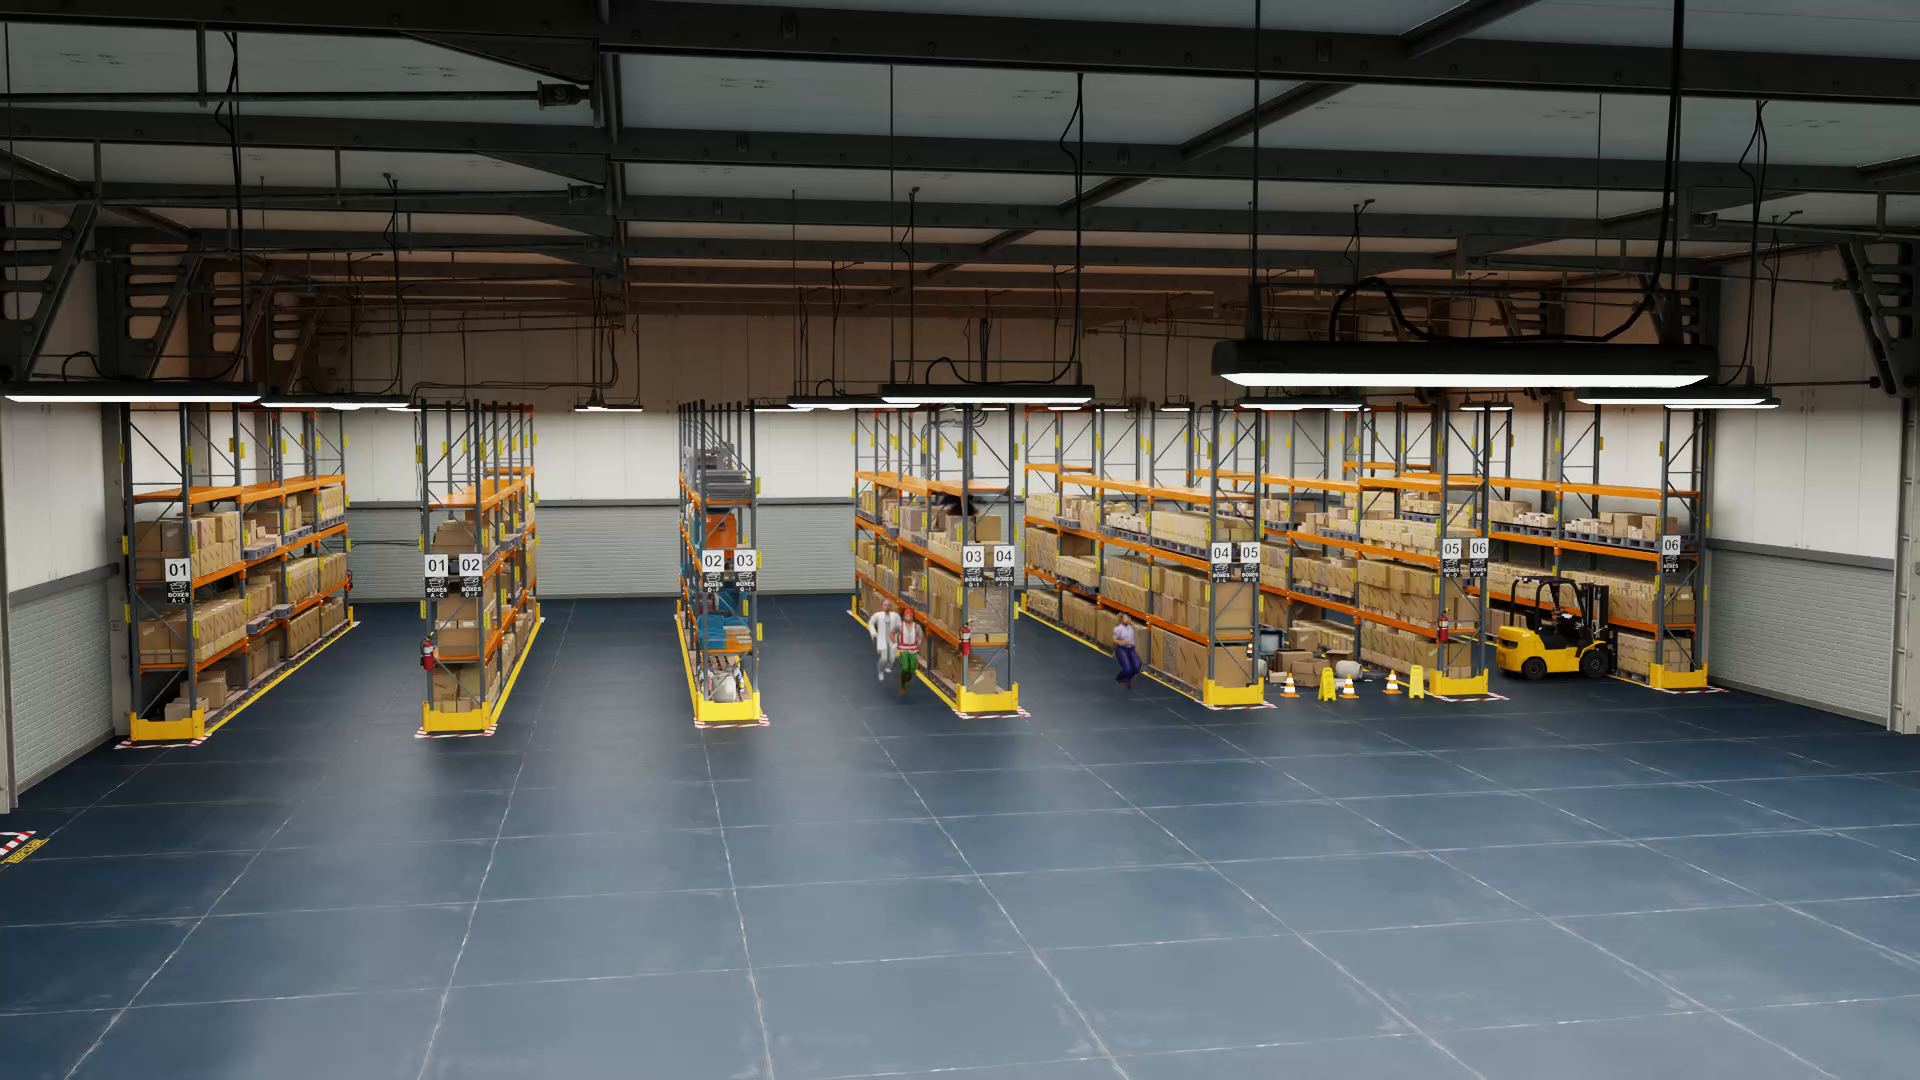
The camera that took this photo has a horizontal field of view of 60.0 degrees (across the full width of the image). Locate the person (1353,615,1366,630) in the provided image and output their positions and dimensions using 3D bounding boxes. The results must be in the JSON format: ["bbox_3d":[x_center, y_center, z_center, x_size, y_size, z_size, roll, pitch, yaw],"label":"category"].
[{"bbox_3d":[10.256,1.636,42.755,0.666,1.775,1.104,-1,4,-10],"label":"person"}]

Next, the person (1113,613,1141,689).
[{"bbox_3d":[3.385,2.265,33.674,0.589,1.564,0.596,-2,5,-27],"label":"person"}]

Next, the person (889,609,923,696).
[{"bbox_3d":[-1.033,2.226,33.080,0.632,1.722,0.724,-1,5,-17],"label":"person"}]

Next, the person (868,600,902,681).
[{"bbox_3d":[-1.533,2.124,34.952,0.704,1.709,0.643,-1,4,-14],"label":"person"}]
